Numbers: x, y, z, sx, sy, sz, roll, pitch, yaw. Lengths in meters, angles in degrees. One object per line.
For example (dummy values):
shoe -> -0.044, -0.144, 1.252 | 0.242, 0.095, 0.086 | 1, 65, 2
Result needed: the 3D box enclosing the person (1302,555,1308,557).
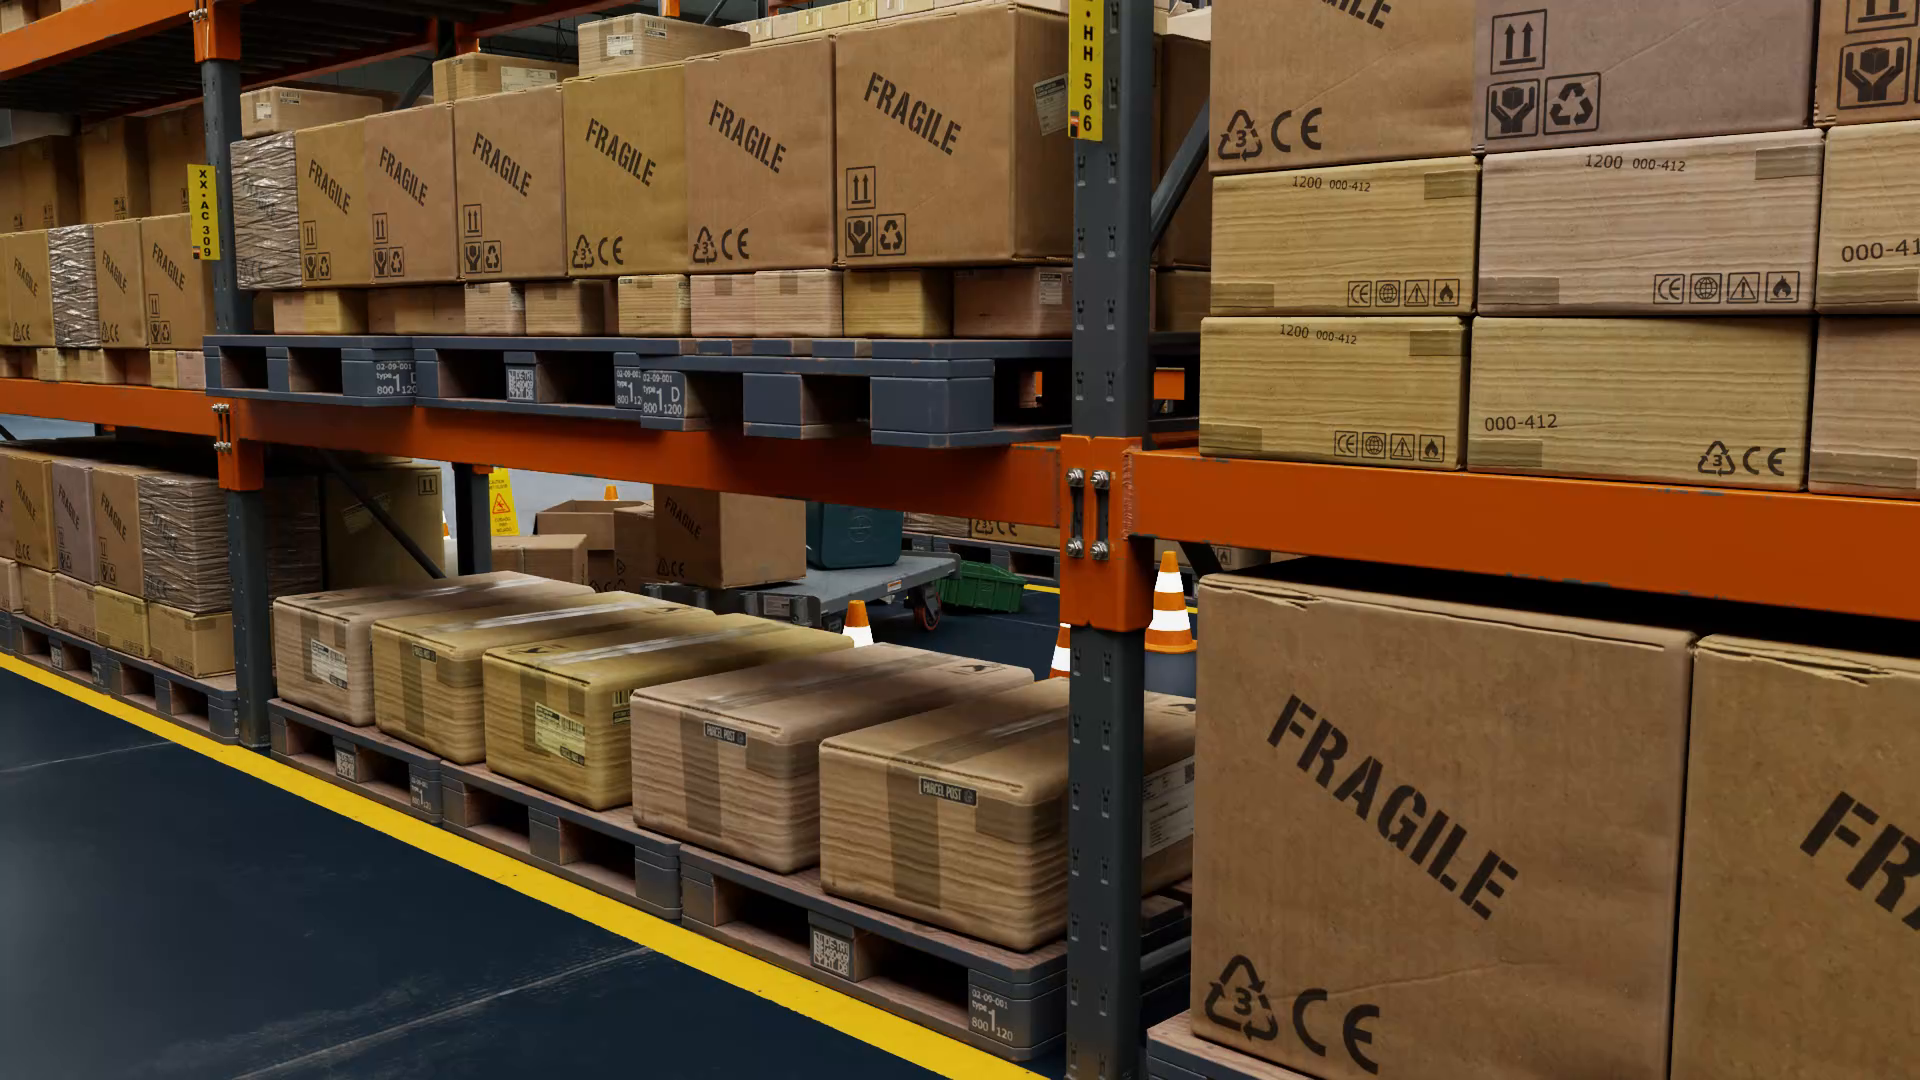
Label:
person -> 1.507, 0.057, 6.073 | 0.539, 1.429, 0.454 | 7, 10, 44
